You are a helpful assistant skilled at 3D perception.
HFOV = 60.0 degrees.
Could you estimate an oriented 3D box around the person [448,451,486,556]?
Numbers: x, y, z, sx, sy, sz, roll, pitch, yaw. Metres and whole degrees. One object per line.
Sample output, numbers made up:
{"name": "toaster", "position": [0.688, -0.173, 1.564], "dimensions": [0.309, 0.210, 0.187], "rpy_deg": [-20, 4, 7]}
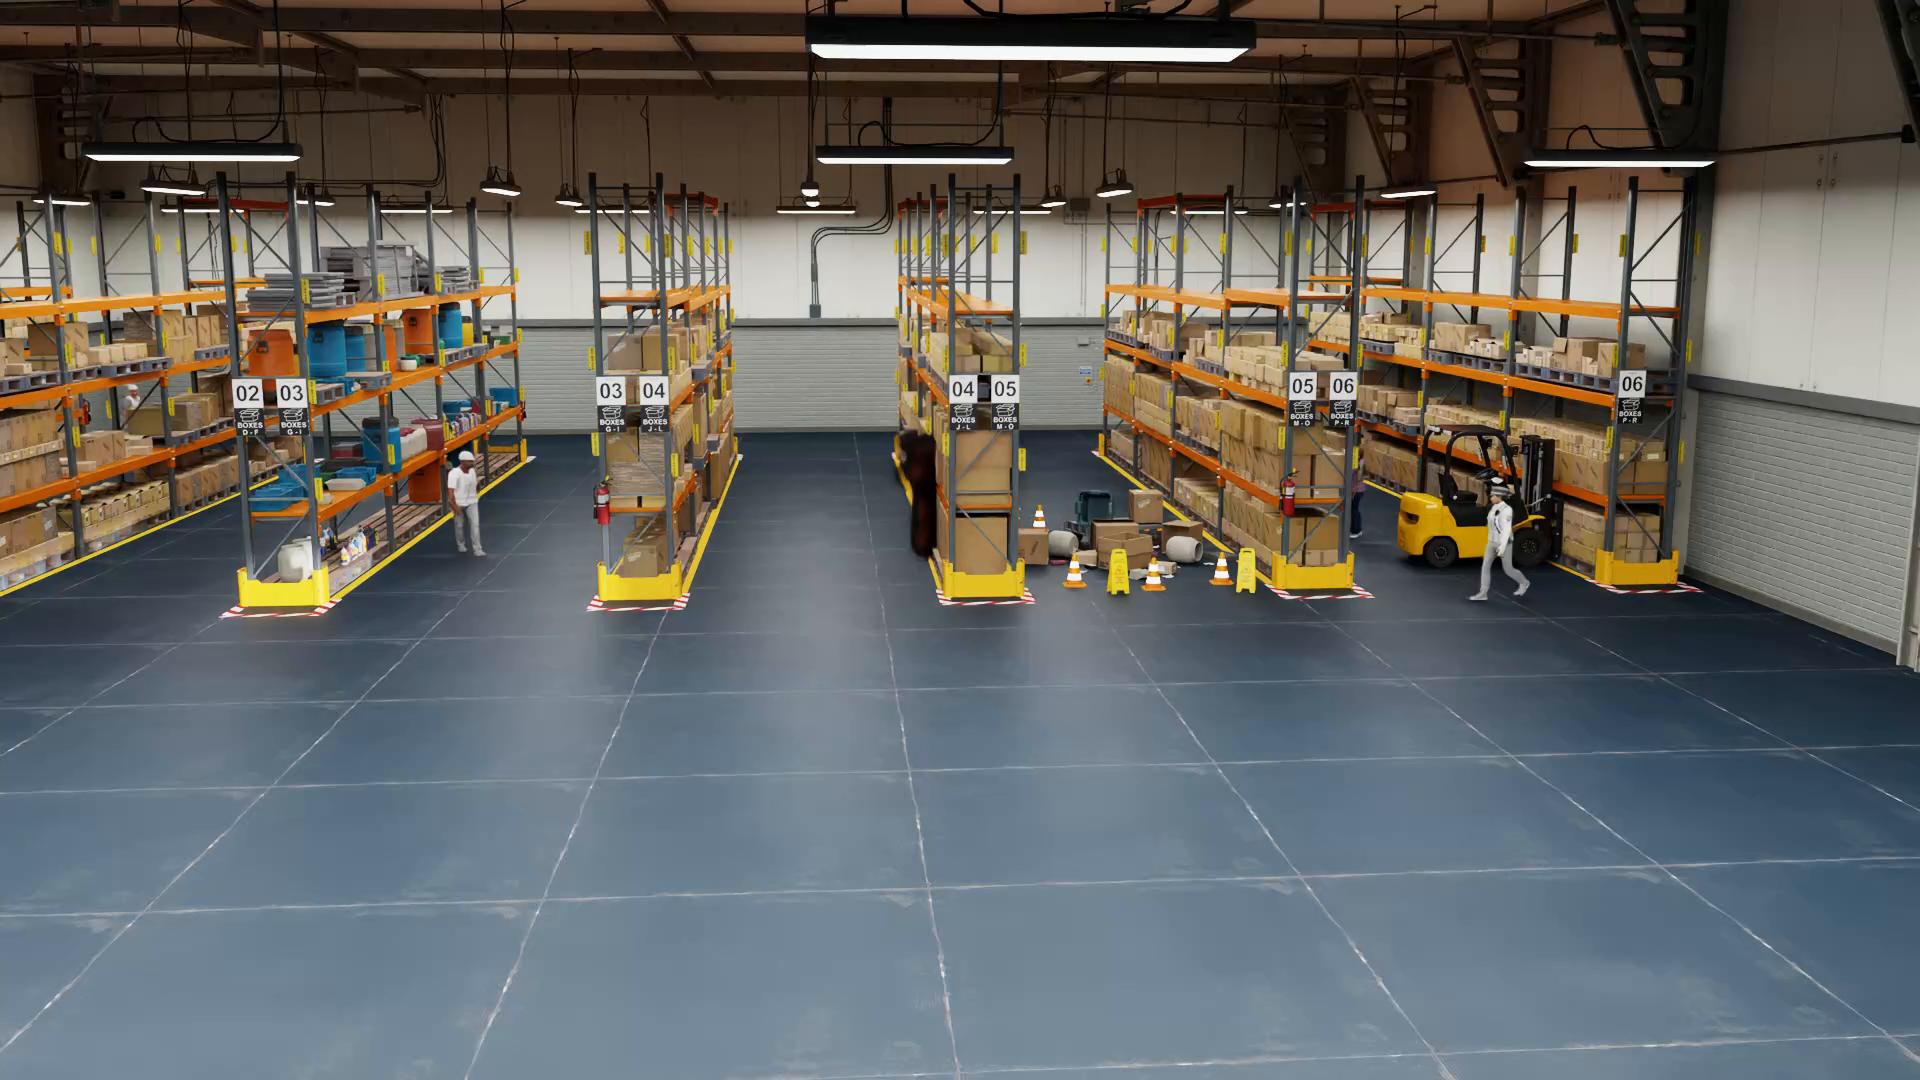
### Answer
{"name": "person", "position": [-8.064, -0.600, 27.013], "dimensions": [0.494, 1.694, 1.078], "rpy_deg": [-4, 11, -24]}

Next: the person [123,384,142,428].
{"name": "person", "position": [-19.705, -2.835, 39.573], "dimensions": [0.655, 1.757, 0.611], "rpy_deg": [0, 10, -2]}

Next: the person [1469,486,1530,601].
{"name": "person", "position": [7.729, 0.045, 23.684], "dimensions": [0.896, 1.636, 0.451], "rpy_deg": [-5, 11, -24]}

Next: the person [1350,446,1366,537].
{"name": "person", "position": [6.838, -0.811, 28.786], "dimensions": [0.377, 1.621, 0.453], "rpy_deg": [5, 11, 27]}
